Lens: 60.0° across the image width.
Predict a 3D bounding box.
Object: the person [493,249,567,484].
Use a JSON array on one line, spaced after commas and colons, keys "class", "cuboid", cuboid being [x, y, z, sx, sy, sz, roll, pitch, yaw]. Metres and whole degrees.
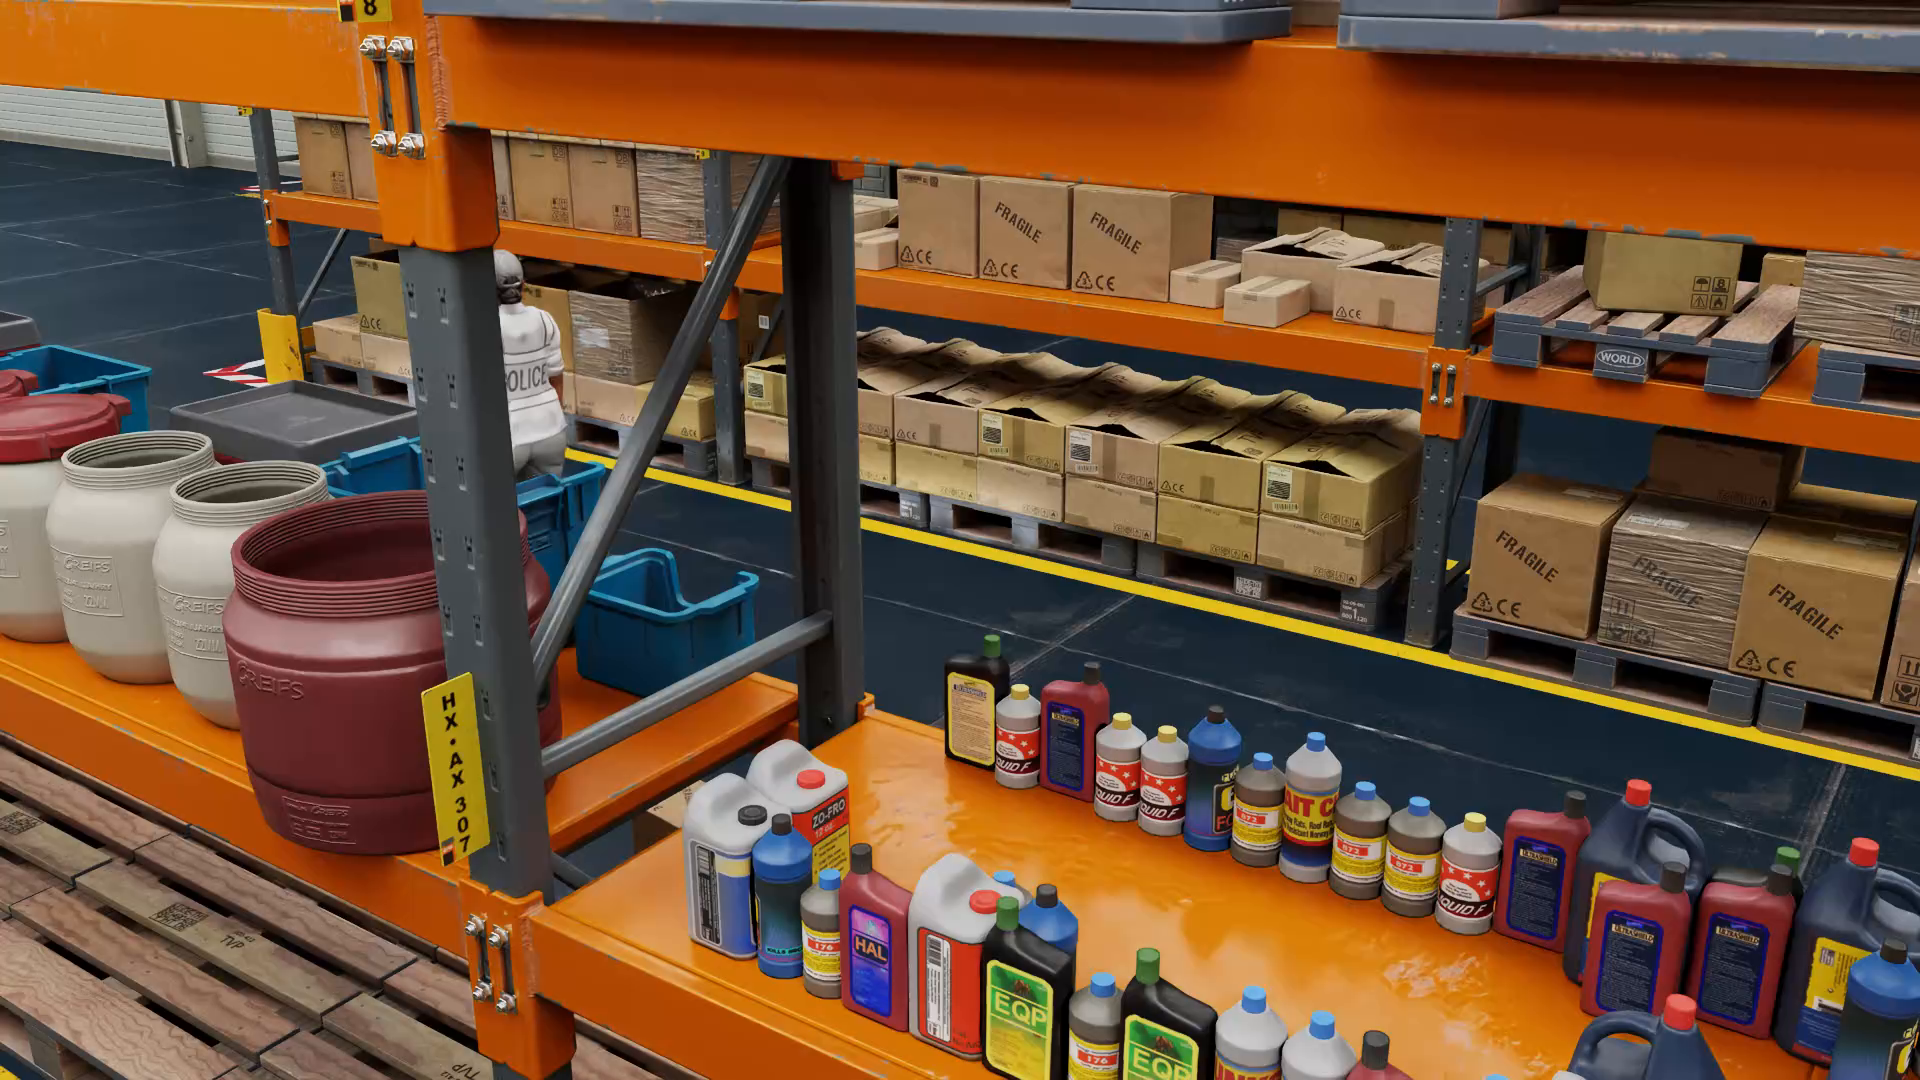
[{"class": "person", "cuboid": [-1.944, -0.415, 7.173, 0.507, 1.688, 0.463, -19, 27, -41]}]
